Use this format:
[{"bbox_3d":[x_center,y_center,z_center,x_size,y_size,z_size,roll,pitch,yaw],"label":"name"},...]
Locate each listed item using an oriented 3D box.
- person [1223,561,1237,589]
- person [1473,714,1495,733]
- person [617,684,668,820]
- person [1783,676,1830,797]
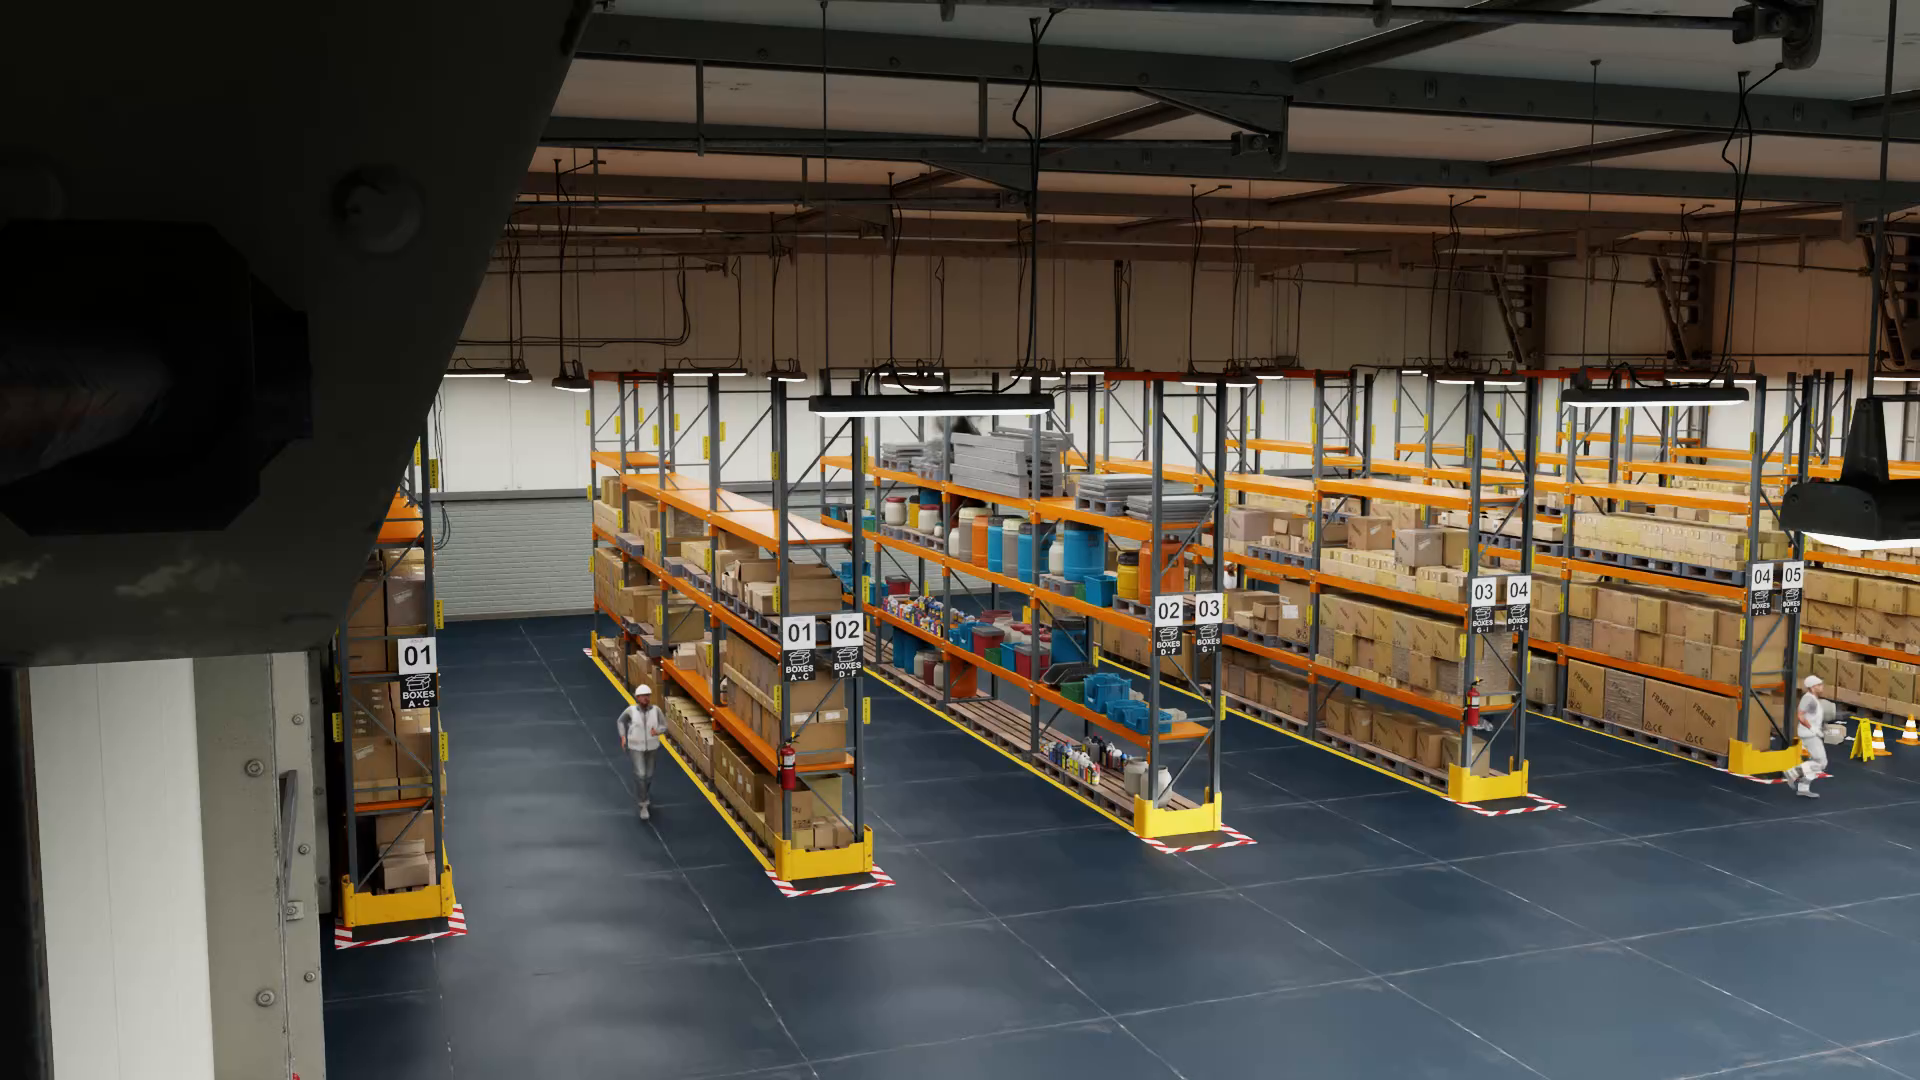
[{"bbox_3d":[6.062,1.313,37.270,0.671,1.749,0.638,-2,7,-17],"label":"person"},{"bbox_3d":[8.855,2.438,27.839,0.515,1.604,0.625,-4,8,-32],"label":"person"},{"bbox_3d":[-4.355,2.870,22.940,0.657,1.784,0.879,-3,7,-25],"label":"person"},{"bbox_3d":[12.182,2.808,23.889,0.554,1.734,0.686,4,7,31],"label":"person"}]
